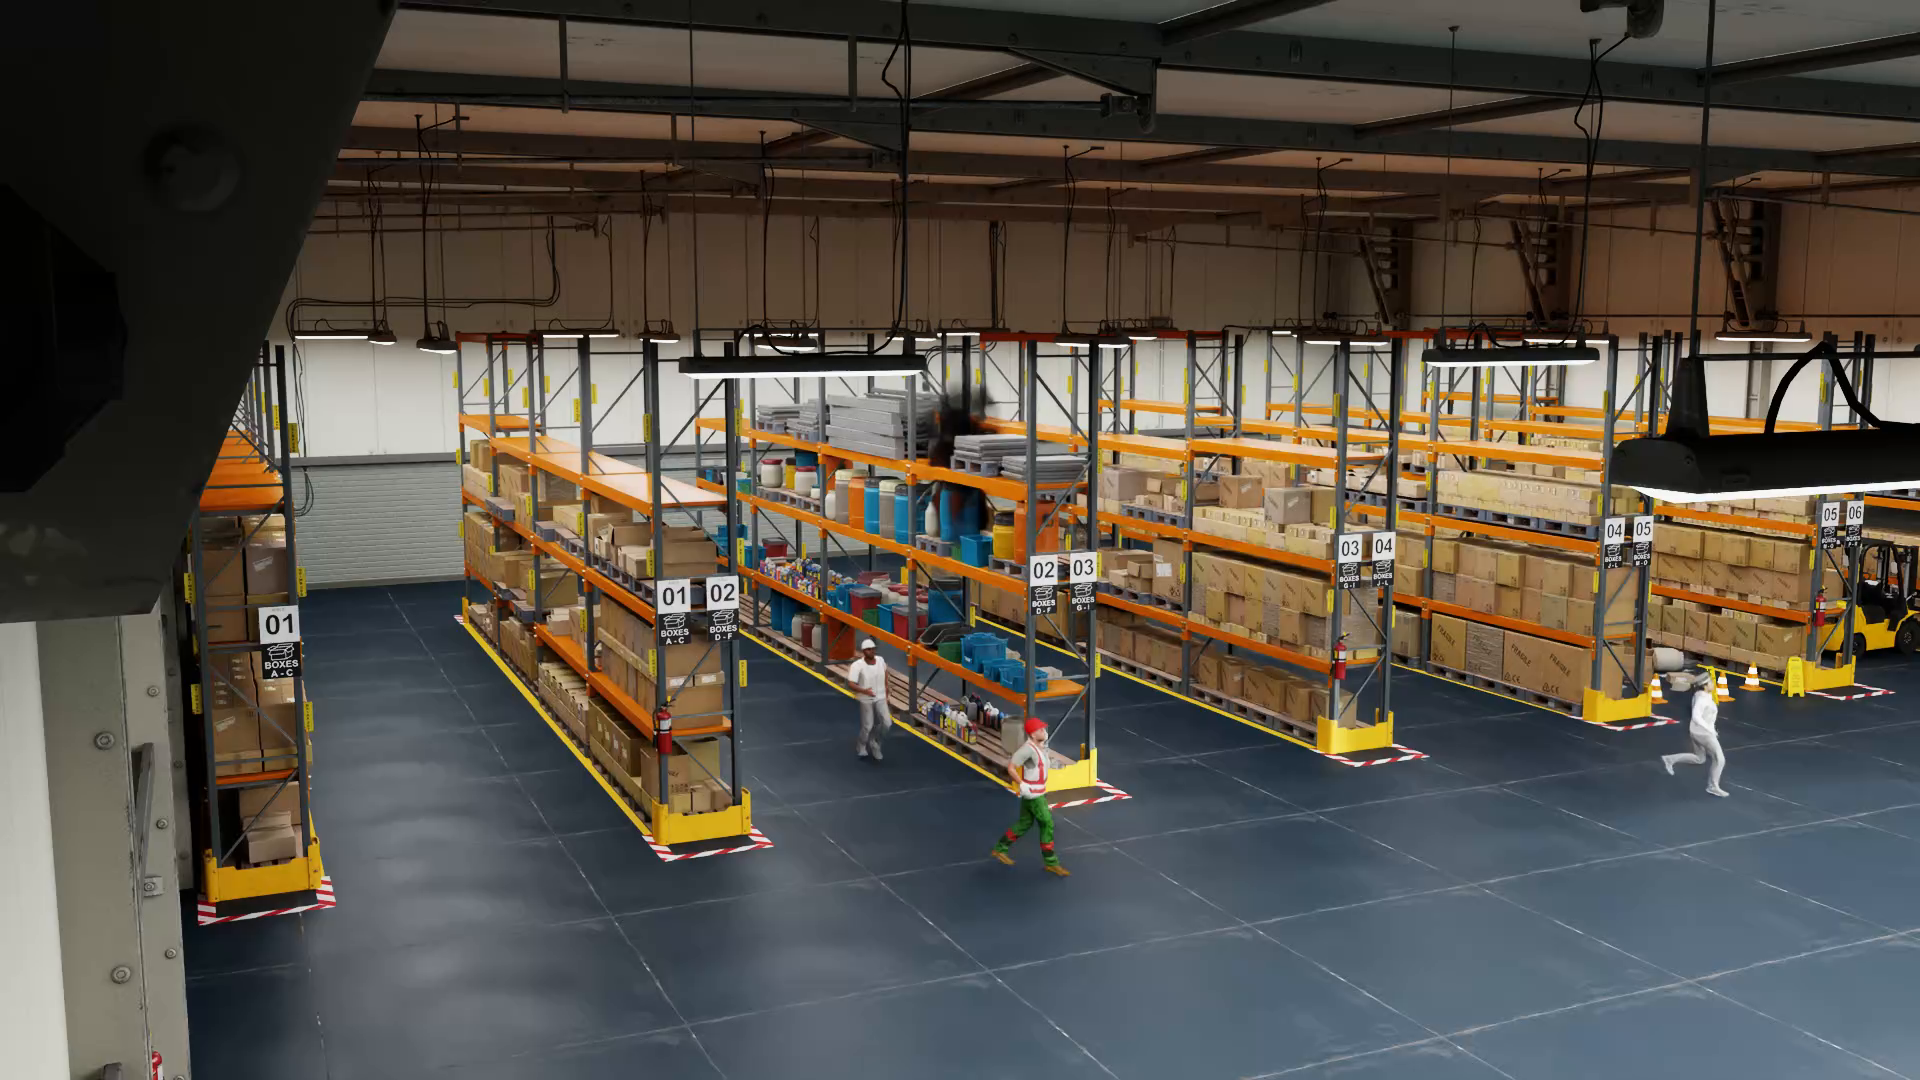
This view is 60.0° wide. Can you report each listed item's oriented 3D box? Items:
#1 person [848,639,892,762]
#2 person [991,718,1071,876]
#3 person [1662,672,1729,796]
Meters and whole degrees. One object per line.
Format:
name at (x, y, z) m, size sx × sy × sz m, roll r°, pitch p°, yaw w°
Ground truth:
person at (-1.270, 2.284, 23.697) m, size 0.673 × 1.760 × 0.665 m, roll -4°, pitch 9°, yaw -29°
person at (0.810, 2.899, 18.918) m, size 0.920 × 1.814 × 0.630 m, roll 1°, pitch 8°, yaw 6°
person at (9.808, 2.568, 22.078) m, size 0.835 × 1.675 × 0.617 m, roll 2°, pitch 8°, yaw 11°
